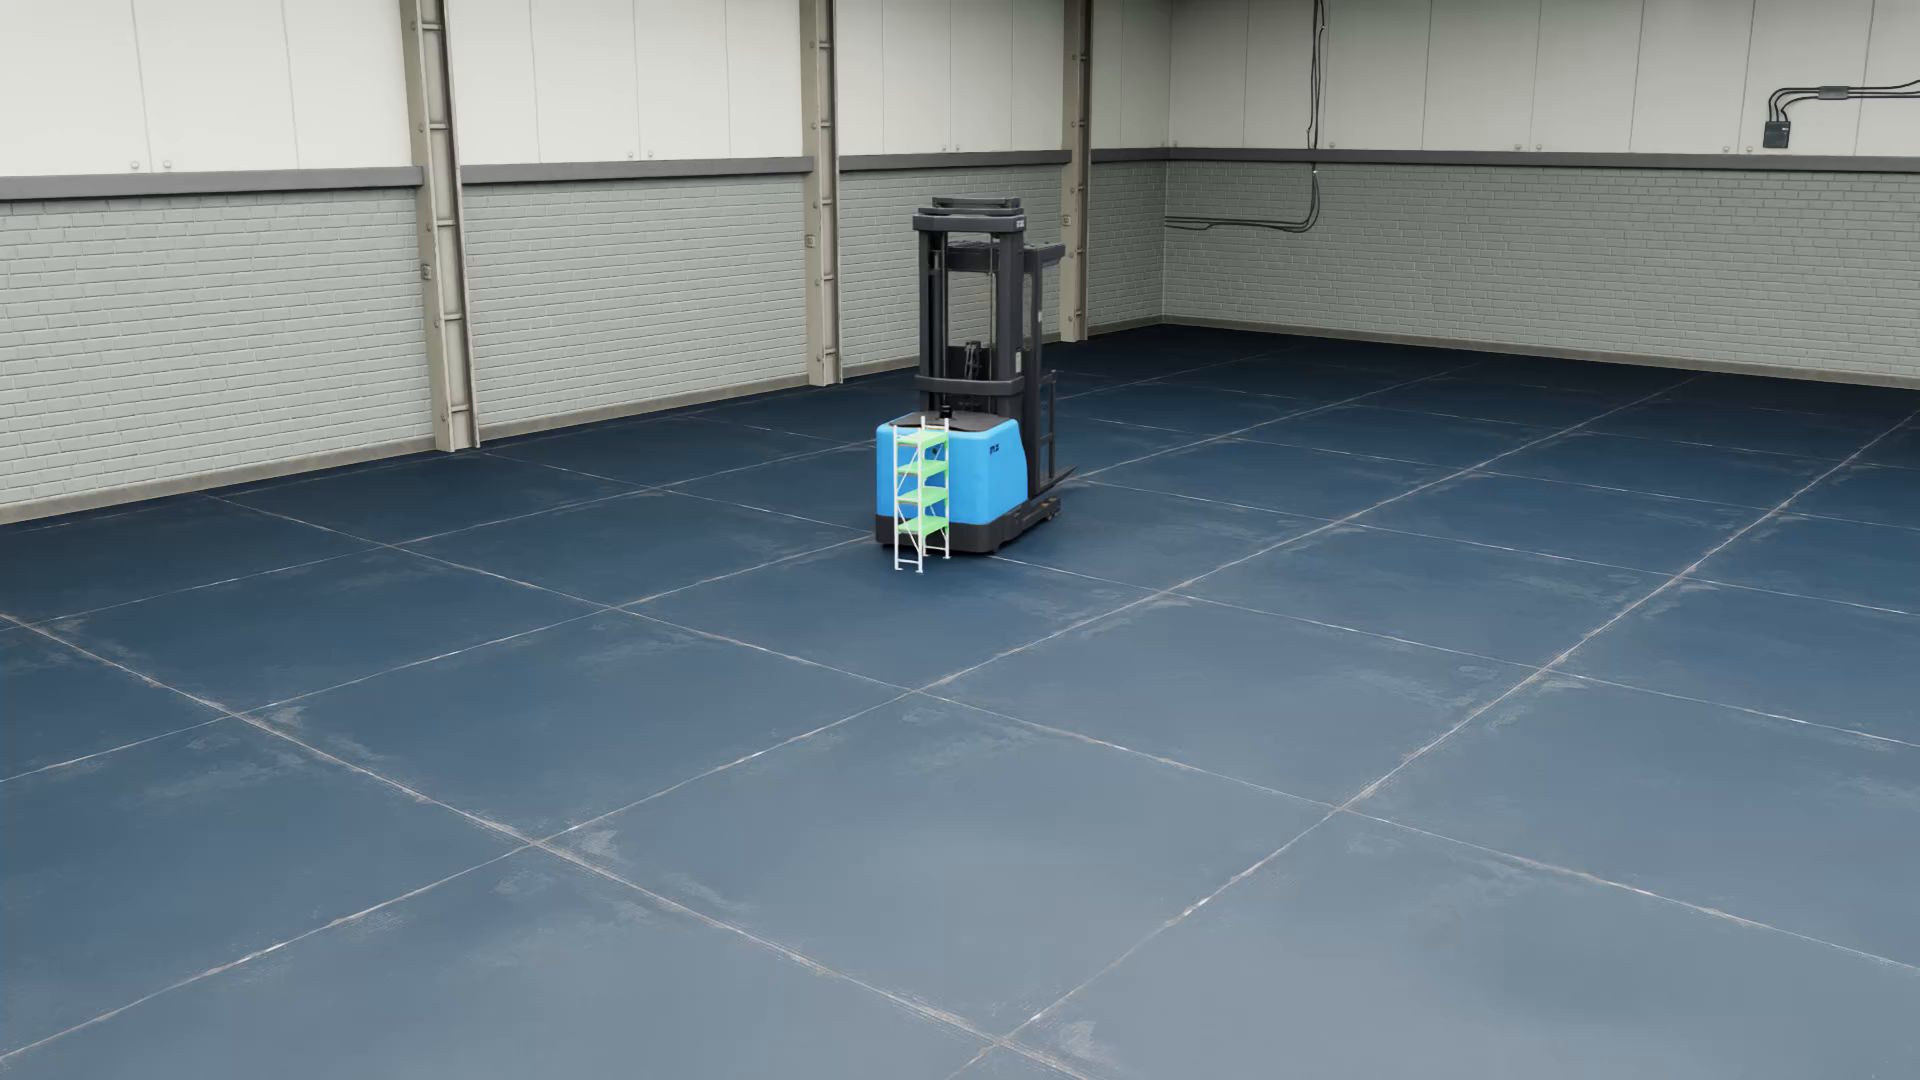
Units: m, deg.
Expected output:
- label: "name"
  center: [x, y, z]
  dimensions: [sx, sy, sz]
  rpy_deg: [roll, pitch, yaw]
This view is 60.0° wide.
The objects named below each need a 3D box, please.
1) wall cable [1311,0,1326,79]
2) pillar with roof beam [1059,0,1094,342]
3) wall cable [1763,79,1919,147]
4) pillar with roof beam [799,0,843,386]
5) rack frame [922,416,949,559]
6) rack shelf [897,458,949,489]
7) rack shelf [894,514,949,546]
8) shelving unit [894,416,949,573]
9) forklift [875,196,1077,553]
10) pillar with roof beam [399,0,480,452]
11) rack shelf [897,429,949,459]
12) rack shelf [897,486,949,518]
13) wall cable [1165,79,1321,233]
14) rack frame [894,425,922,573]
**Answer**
- label: "wall cable"
  center: [6.874, -8.580, 26.170]
  dimensions: [3.097, 2.526, 0.112]
  rpy_deg: [11, 18, 38]
- label: "pillar with roof beam"
  center: [5.239, -7.030, 24.019]
  dimensions: [9.100, 9.000, 0.400]
  rpy_deg: [11, 18, 38]
- label: "wall cable"
  center: [12.144, -8.232, 21.843]
  dimensions: [2.305, 6.003, 0.169]
  rpy_deg: [11, 18, 38]
- label: "pillar with roof beam"
  center: [1.468, -5.881, 19.496]
  dimensions: [9.100, 9.000, 0.400]
  rpy_deg: [11, 18, 38]
- label: "rack frame"
  center: [-0.208, -0.434, 13.893]
  dimensions: [0.240, 1.200, 0.015]
  rpy_deg: [7, 16, 25]
- label: "rack shelf"
  center: [-0.315, -0.550, 13.638]
  dimensions: [0.258, 0.148, 0.480]
  rpy_deg: [7, 16, 25]
- label: "rack shelf"
  center: [-0.315, -0.085, 13.756]
  dimensions: [0.258, 0.148, 0.480]
  rpy_deg: [7, 16, 25]
- label: "shelving unit"
  center: [-0.315, -0.380, 13.681]
  dimensions: [0.258, 1.200, 0.503]
  rpy_deg: [7, 16, 25]
- label: "forklift"
  center: [0.292, -1.632, 15.094]
  dimensions: [1.130, 2.935, 3.031]
  rpy_deg: [6, 15, 21]
- label: "pillar with roof beam"
  center: [-2.304, -4.732, 14.973]
  dimensions: [9.100, 9.000, 0.400]
  rpy_deg: [11, 18, 38]
- label: "rack shelf"
  center: [-0.315, -0.783, 13.579]
  dimensions: [0.258, 0.148, 0.480]
  rpy_deg: [7, 16, 25]
- label: "rack shelf"
  center: [-0.315, -0.318, 13.697]
  dimensions: [0.258, 0.148, 0.480]
  rpy_deg: [7, 16, 25]
- label: "wall cable"
  center: [4.770, -6.551, 28.439]
  dimensions: [3.097, 2.526, 0.112]
  rpy_deg: [11, 18, 38]
- label: "rack frame"
  center: [-0.423, -0.326, 13.469]
  dimensions: [0.240, 1.200, 0.015]
  rpy_deg: [7, 16, 25]
